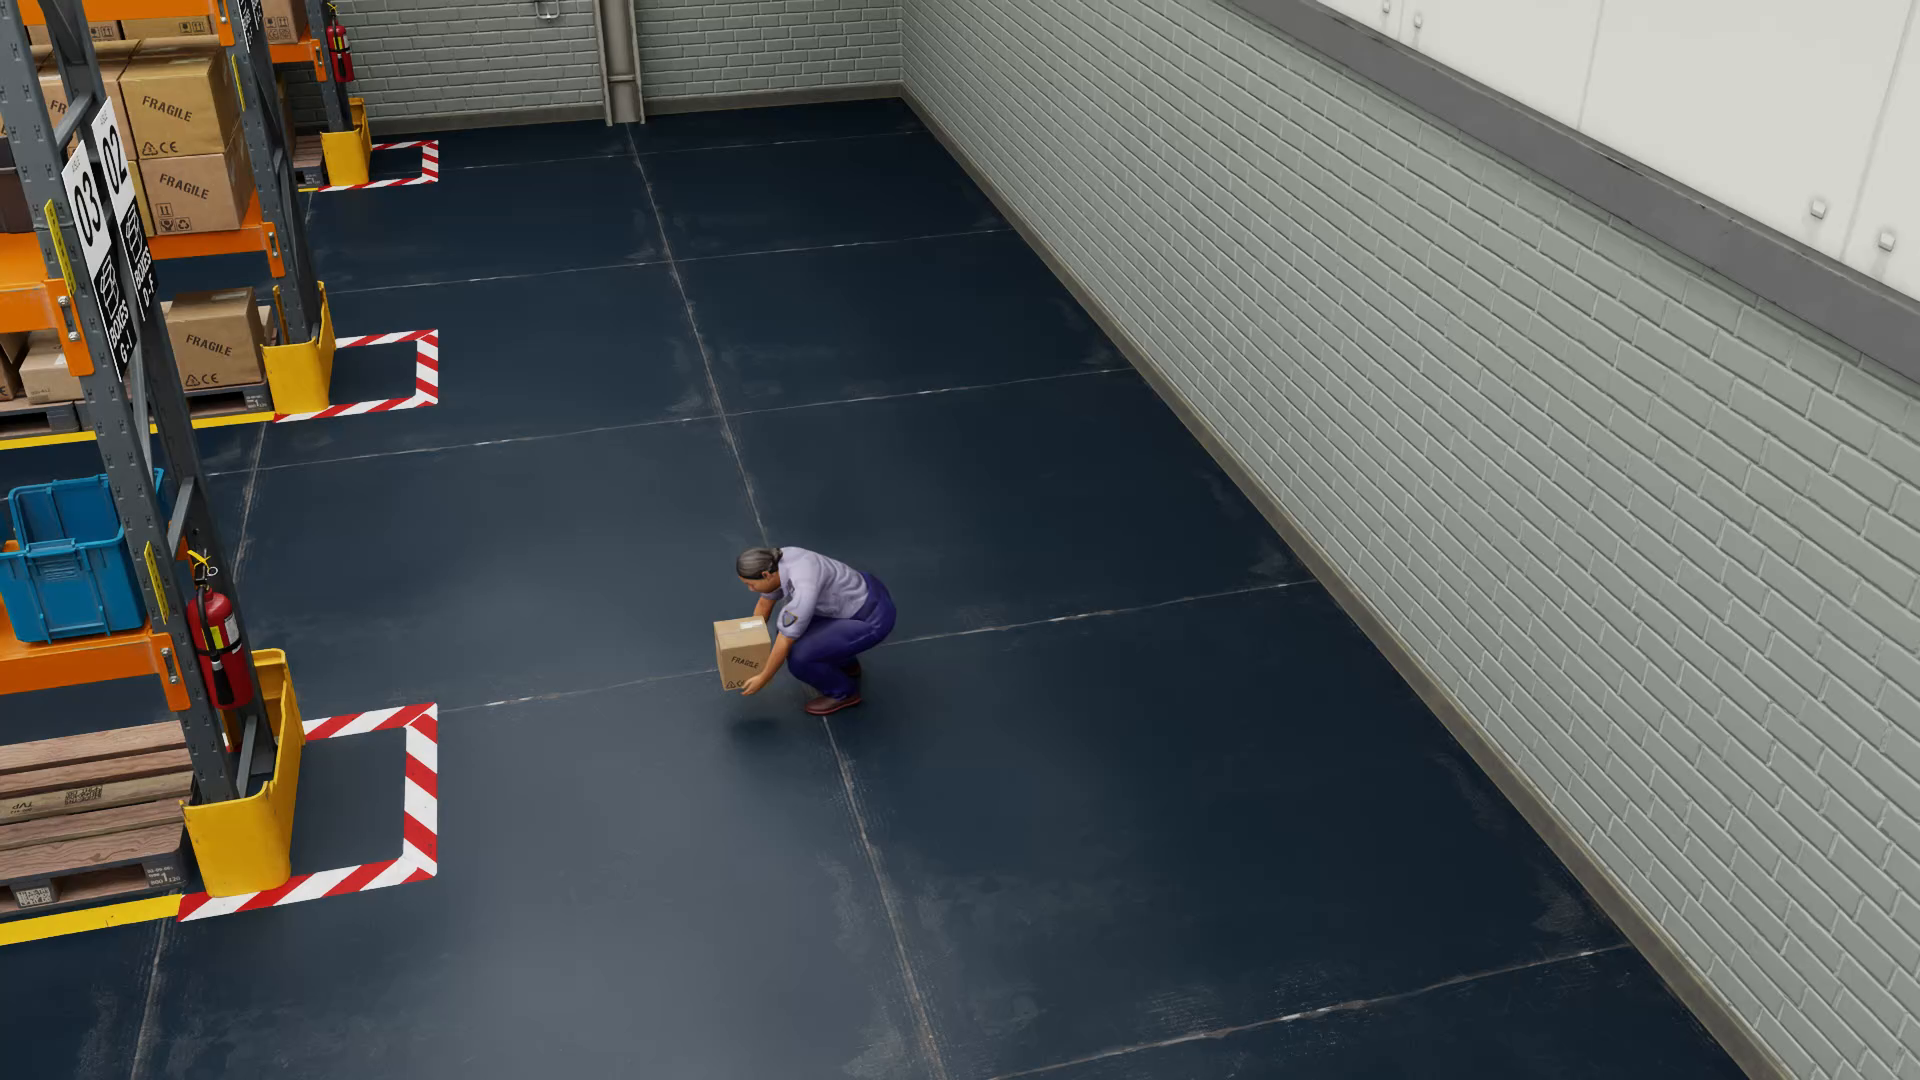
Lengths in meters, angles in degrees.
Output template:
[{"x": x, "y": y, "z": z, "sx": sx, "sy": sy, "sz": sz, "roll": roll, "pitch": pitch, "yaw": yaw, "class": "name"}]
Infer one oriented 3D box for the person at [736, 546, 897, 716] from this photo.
[{"x": -0.730, "y": 0.395, "z": 8.274, "sx": 0.829, "sy": 0.949, "sz": 0.526, "roll": -8, "pitch": 31, "yaw": -13, "class": "person"}]
